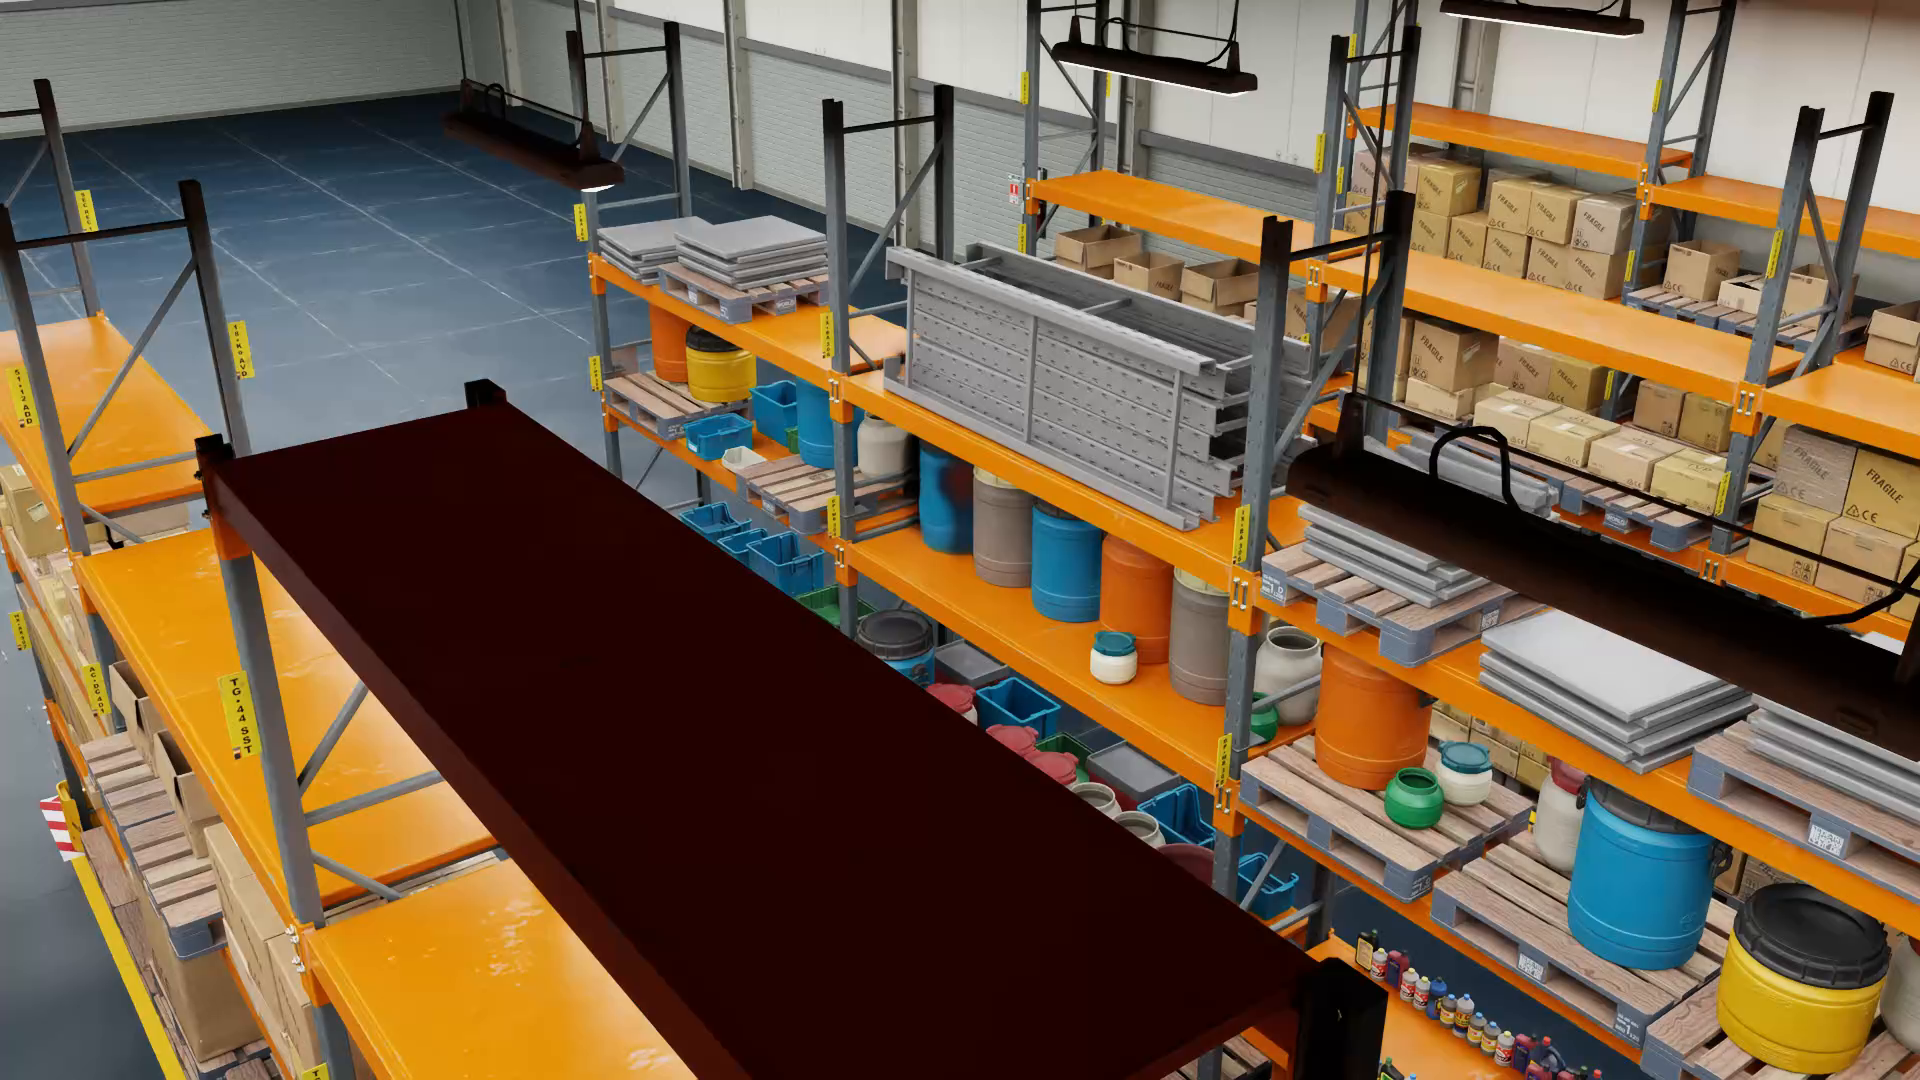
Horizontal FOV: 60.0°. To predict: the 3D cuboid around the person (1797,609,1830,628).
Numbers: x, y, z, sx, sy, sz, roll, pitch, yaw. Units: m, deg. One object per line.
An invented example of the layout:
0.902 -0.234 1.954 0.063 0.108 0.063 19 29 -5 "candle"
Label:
7.689 0.927 15.007 0.533 1.640 0.917 -21 32 -38 "person"
